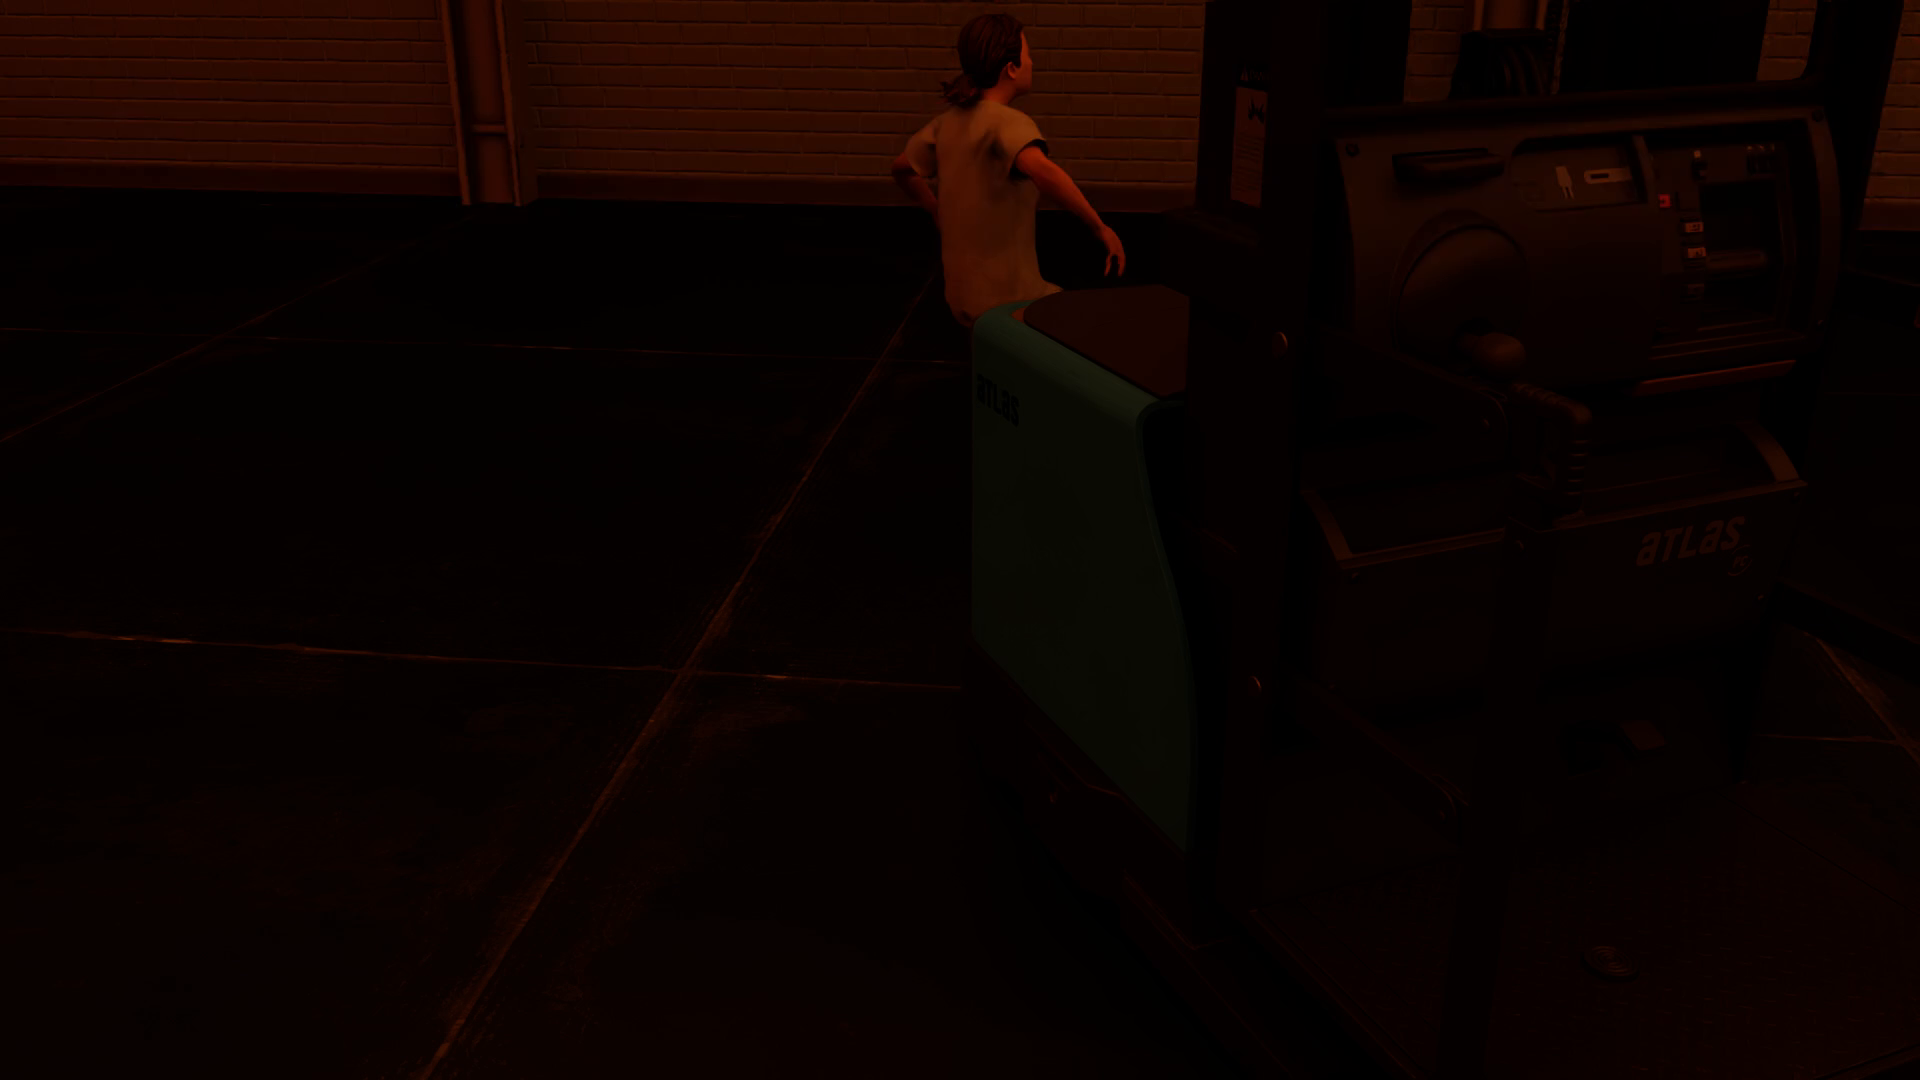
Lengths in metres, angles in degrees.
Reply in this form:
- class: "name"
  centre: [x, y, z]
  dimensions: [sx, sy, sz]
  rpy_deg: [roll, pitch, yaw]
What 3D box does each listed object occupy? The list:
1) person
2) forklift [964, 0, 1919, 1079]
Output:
- class: "person"
  centre: [0.247, -0.787, 5.044]
  dimensions: [0.681, 1.564, 0.901]
  rpy_deg: [-11, 24, -25]
- class: "forklift"
  centre: [1.047, -0.430, 2.320]
  dimensions: [1.130, 2.935, 3.031]
  rpy_deg: [-9, 24, -21]
